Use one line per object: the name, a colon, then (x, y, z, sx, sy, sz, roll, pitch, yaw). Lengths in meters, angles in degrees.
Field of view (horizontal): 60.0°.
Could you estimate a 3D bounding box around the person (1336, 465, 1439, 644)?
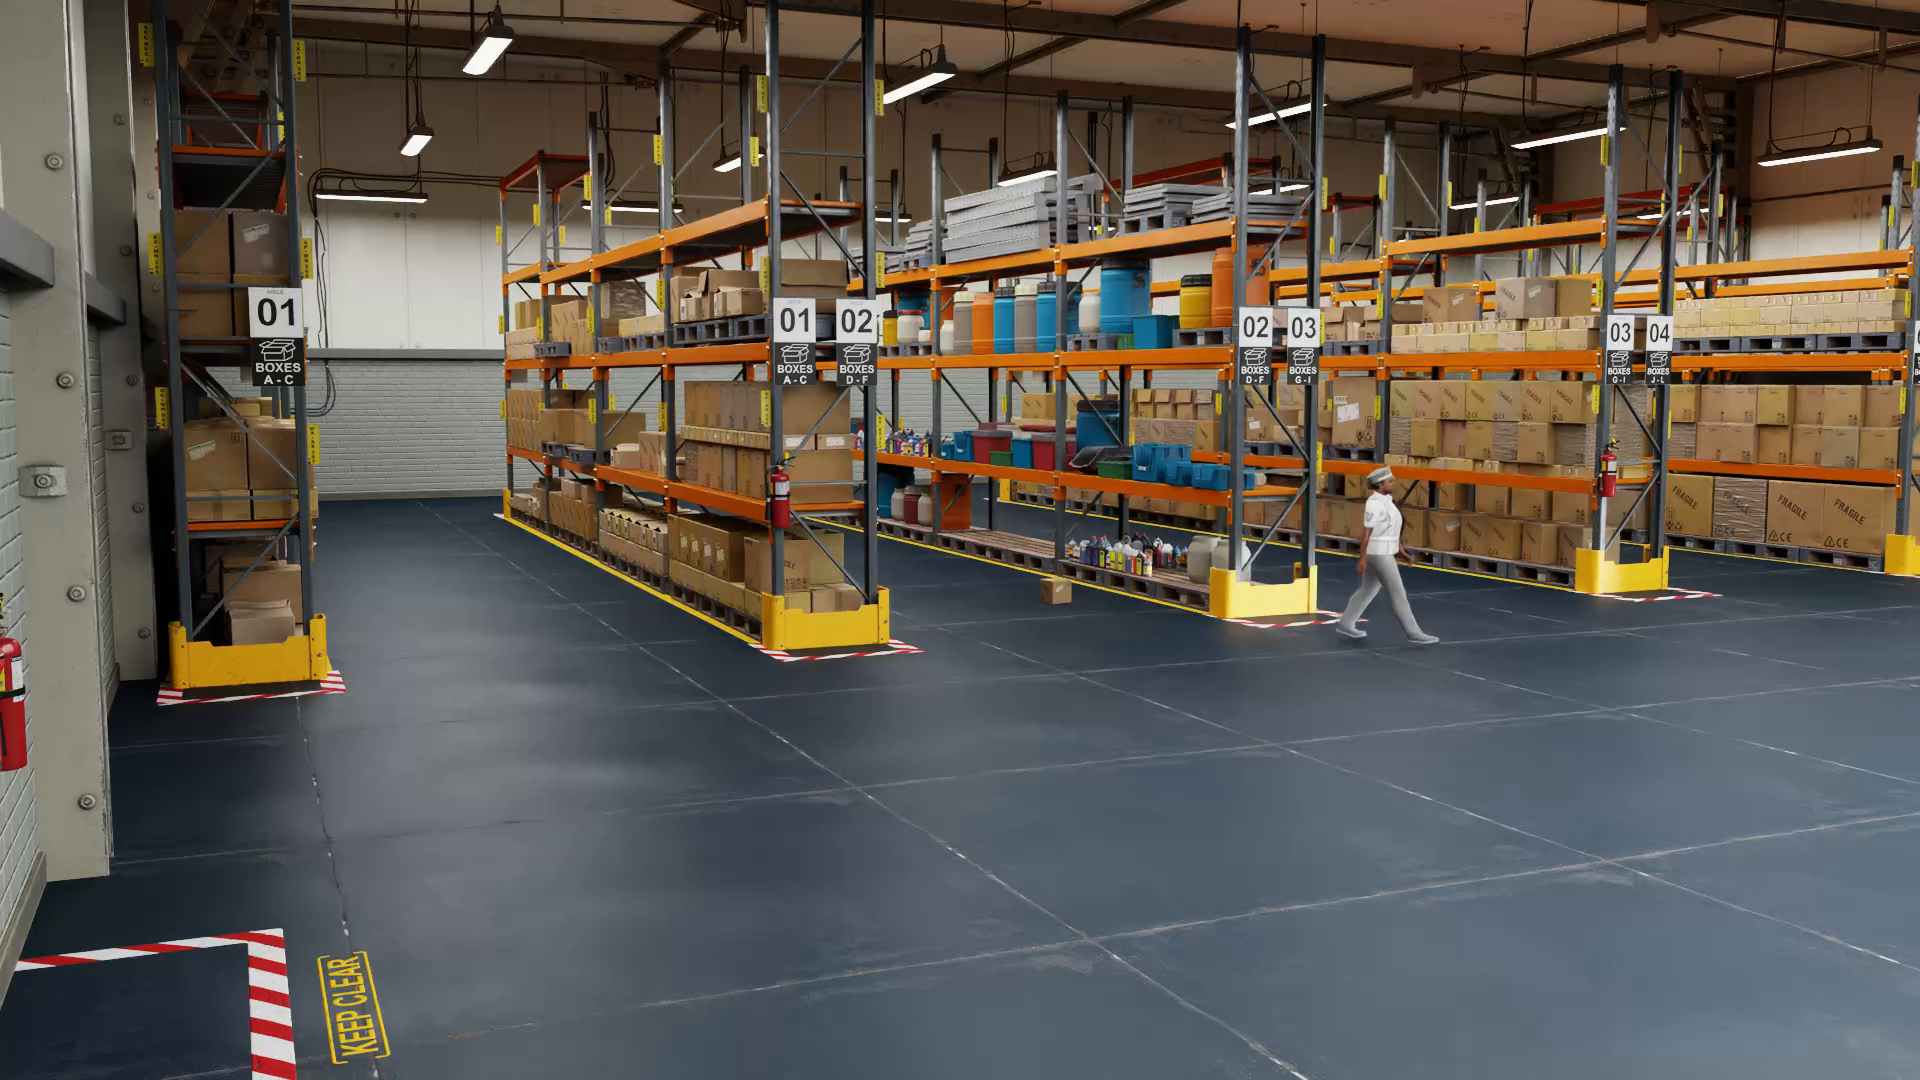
person: (3.987, 0.122, 15.446, 0.988, 1.629, 0.491, 3, 6, 26)
